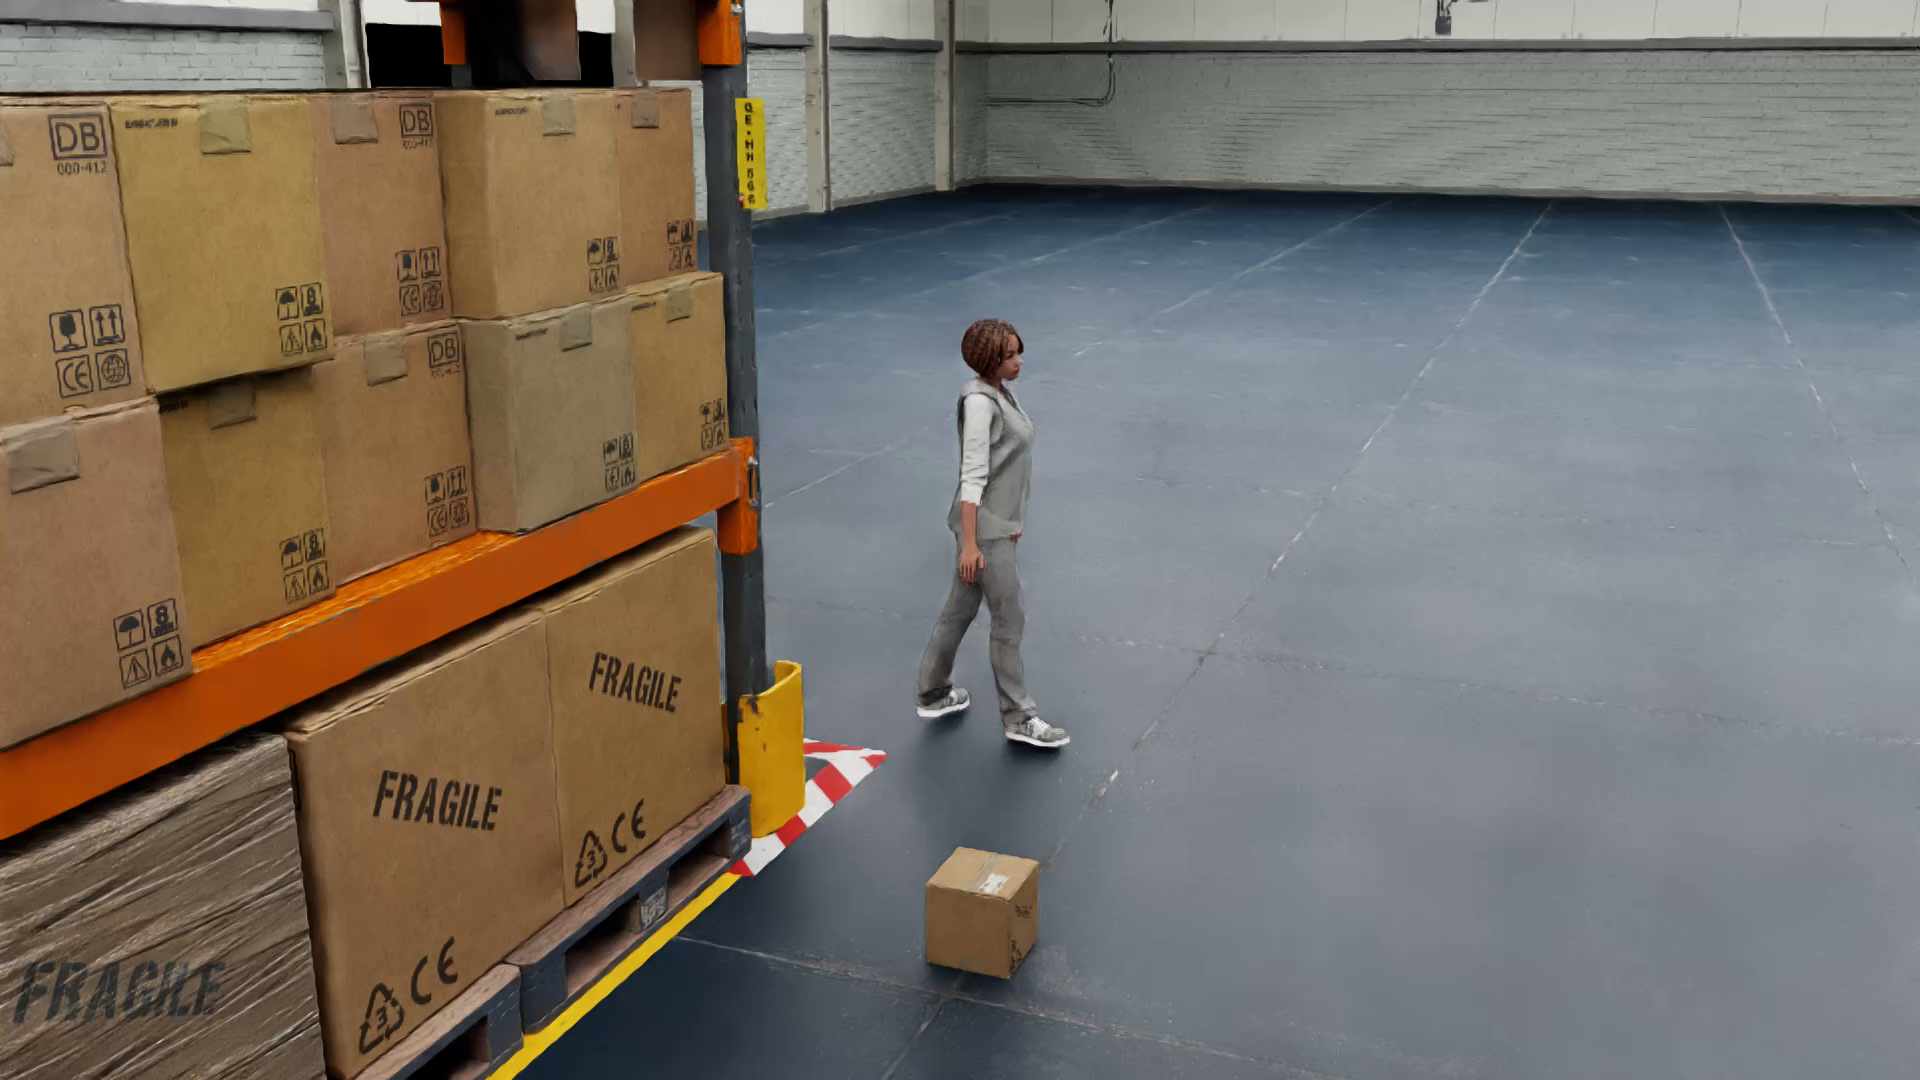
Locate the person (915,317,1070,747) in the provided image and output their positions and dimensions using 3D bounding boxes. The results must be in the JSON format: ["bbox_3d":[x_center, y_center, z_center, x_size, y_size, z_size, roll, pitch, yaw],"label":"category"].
[{"bbox_3d":[0.117,-0.025,6.102,0.606,1.583,0.604,1,16,5],"label":"person"}]
